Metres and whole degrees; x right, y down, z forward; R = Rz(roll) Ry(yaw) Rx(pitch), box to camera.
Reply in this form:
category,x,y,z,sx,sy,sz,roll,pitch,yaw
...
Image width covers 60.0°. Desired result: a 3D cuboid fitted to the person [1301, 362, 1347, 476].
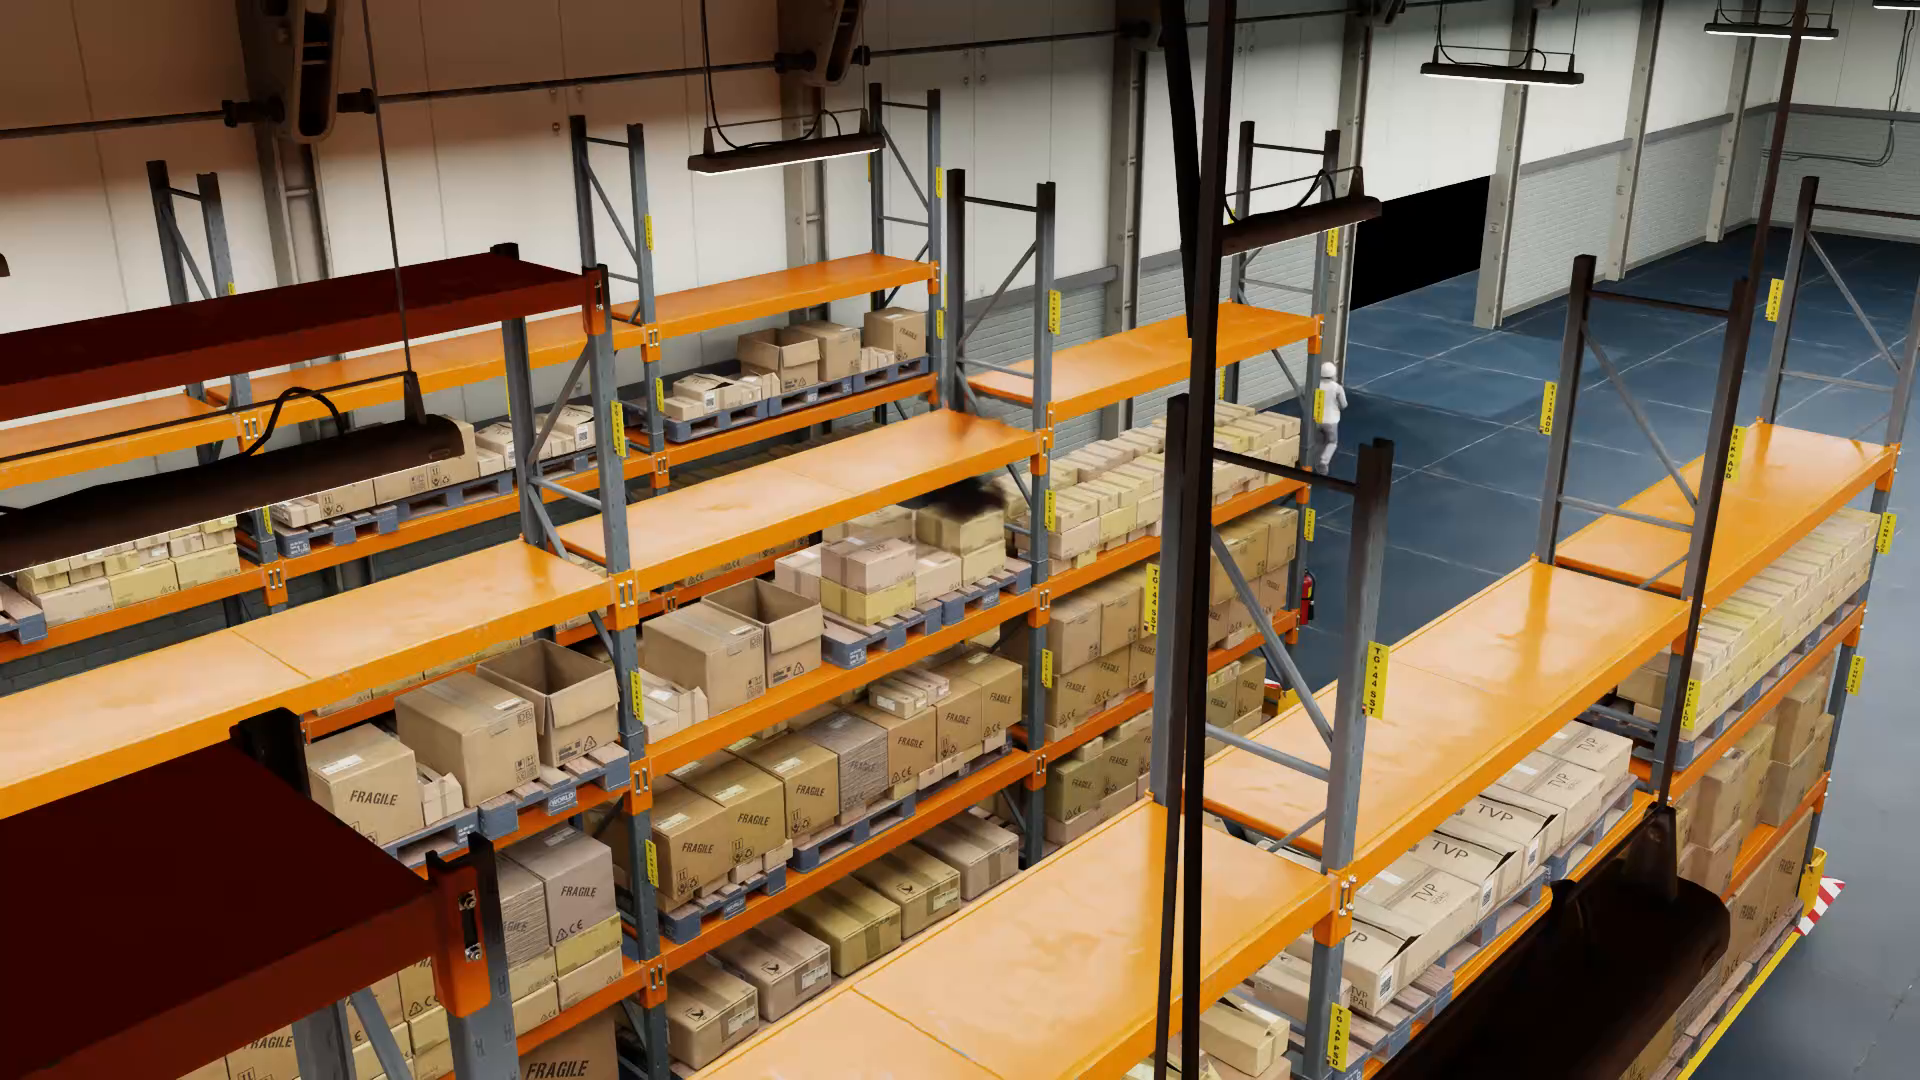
category,x,y,z,sx,sy,sz,roll,pitch,yaw
person,5.265,-1.736,24.099,0.660,1.730,0.658,9,23,21
